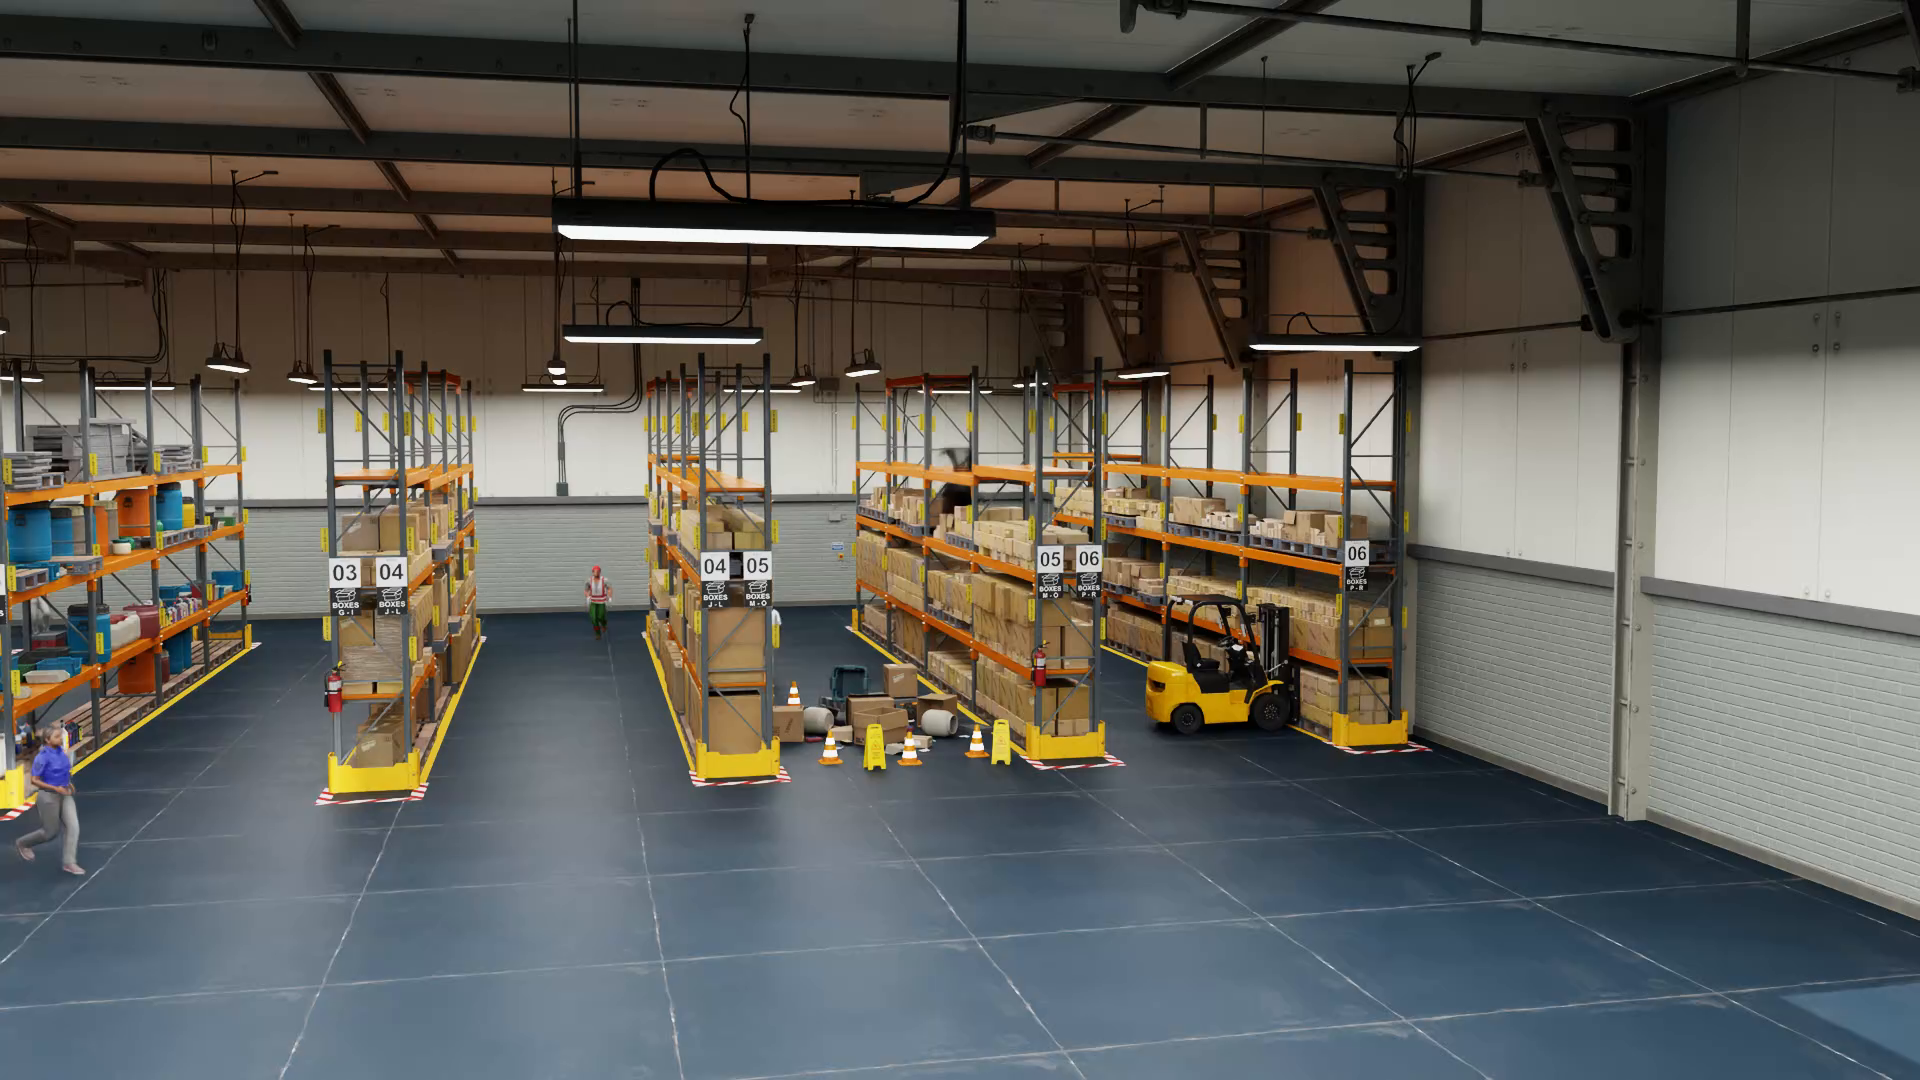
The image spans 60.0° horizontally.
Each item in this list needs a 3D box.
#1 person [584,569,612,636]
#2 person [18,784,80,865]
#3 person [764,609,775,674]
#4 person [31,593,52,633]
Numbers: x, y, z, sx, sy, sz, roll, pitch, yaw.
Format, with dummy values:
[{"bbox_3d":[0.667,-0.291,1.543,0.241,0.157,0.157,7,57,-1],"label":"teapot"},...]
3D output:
[{"bbox_3d":[-8.410,1.453,38.590,0.658,1.626,0.491,0,4,-3],"label":"person"},{"bbox_3d":[-10.188,3.177,18.603,0.644,0.927,0.367,1,4,13],"label":"person"},{"bbox_3d":[-3.834,1.903,32.590,0.446,1.516,0.851,-1,4,-13],"label":"person"},{"bbox_3d":[-21.626,1.392,38.910,0.666,1.602,0.655,-4,5,-43],"label":"person"}]
